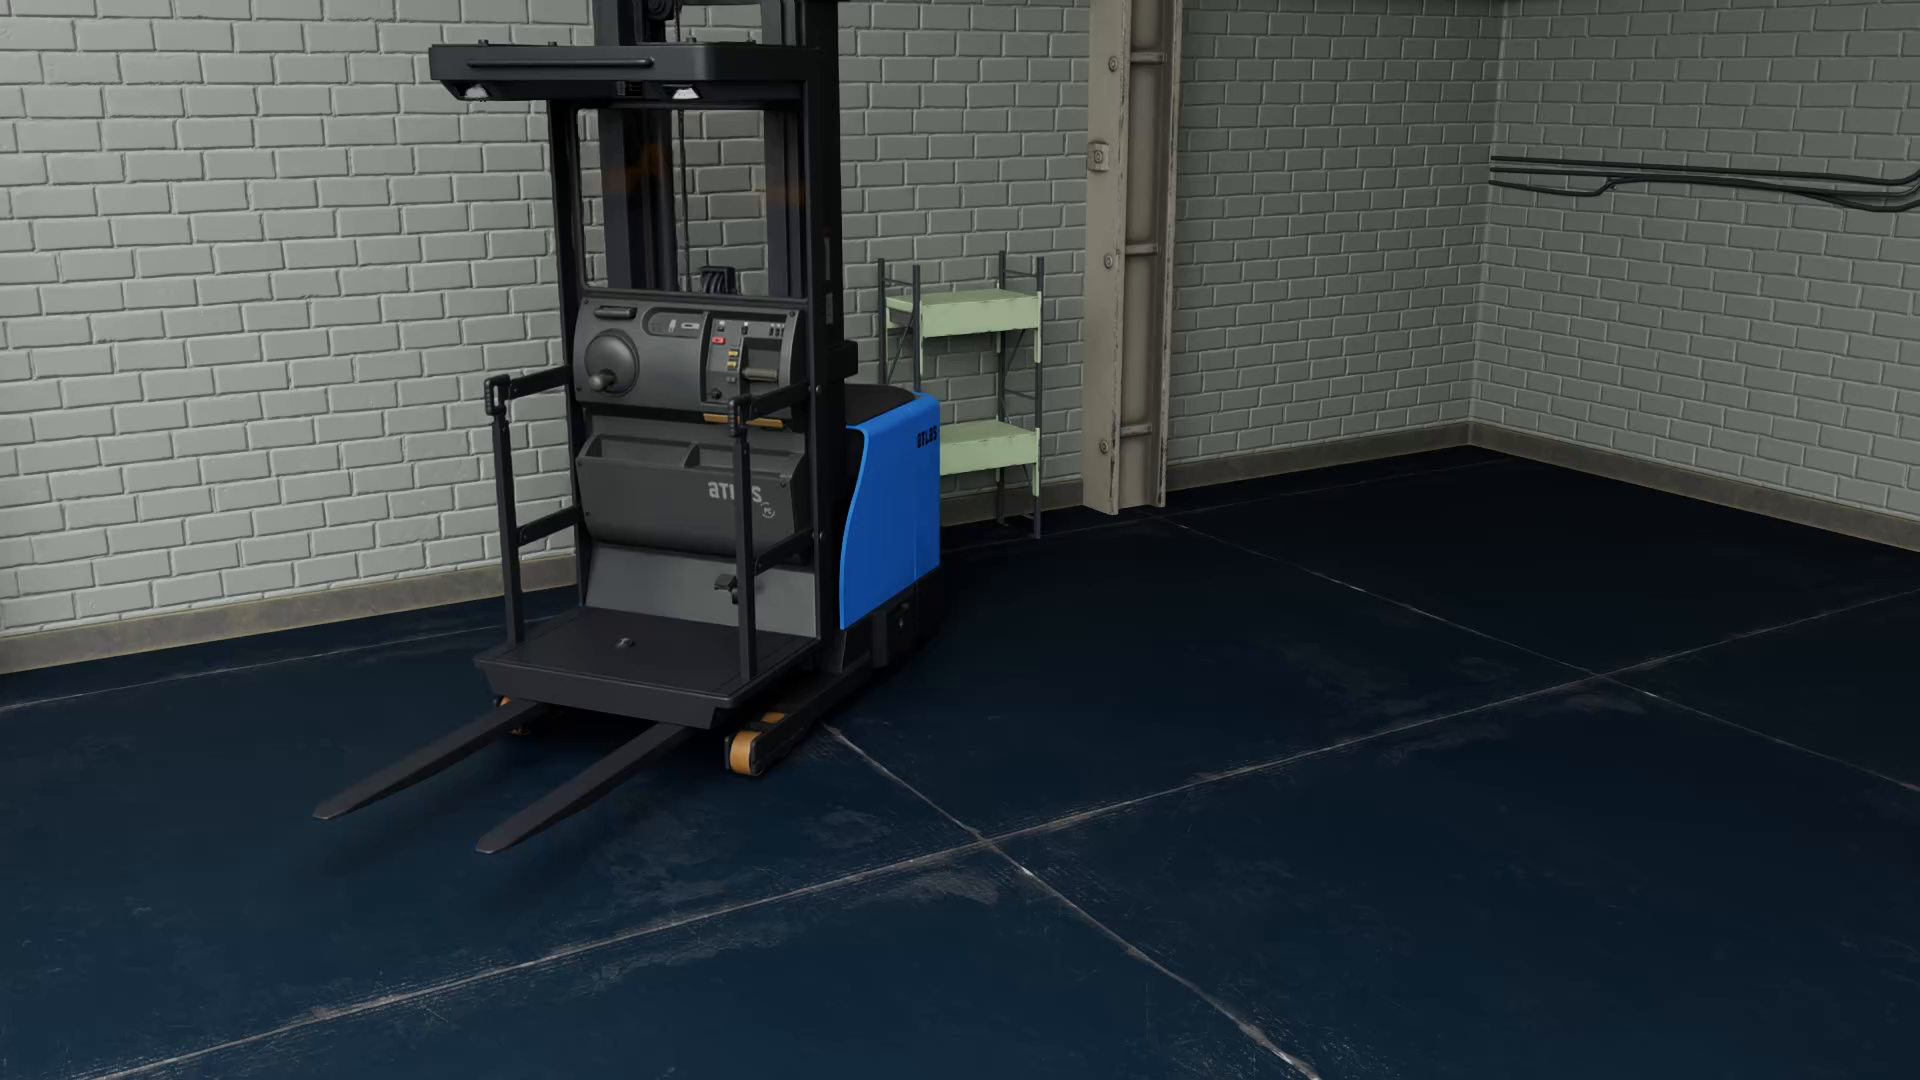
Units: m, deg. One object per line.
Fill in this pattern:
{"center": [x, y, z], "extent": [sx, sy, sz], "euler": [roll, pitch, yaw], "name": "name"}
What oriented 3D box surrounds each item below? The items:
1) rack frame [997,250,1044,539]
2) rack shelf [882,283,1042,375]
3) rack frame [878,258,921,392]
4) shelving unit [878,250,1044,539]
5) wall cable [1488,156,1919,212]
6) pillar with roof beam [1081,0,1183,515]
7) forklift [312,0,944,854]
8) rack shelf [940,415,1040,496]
{"center": [0.319, -0.774, 8.892], "extent": [0.023, 1.500, 0.400], "euler": [-9, 18, -30], "name": "rack frame"}
{"center": [0.006, -1.099, 8.605], "extent": [0.720, 0.370, 0.431], "euler": [-9, 18, -30], "name": "rack shelf"}
{"center": [-0.308, -0.672, 8.529], "extent": [0.023, 1.500, 0.400], "euler": [-9, 18, -30], "name": "rack frame"}
{"center": [0.006, -0.723, 8.711], "extent": [0.755, 1.500, 0.431], "euler": [-9, 18, -30], "name": "shelving unit"}
{"center": [4.150, -3.145, 9.211], "extent": [0.112, 2.526, 3.097], "euler": [-9, 18, -30], "name": "wall cable"}
{"center": [3.161, -3.541, 4.869], "extent": [0.400, 9.000, 9.100], "euler": [-9, 18, -30], "name": "pillar with roof beam"}
{"center": [-1.100, -0.699, 5.971], "extent": [1.130, 2.935, 3.031], "euler": [6, 17, 21], "name": "forklift"}
{"center": [0.006, -0.409, 8.799], "extent": [0.720, 0.370, 0.431], "euler": [-9, 18, -30], "name": "rack shelf"}
